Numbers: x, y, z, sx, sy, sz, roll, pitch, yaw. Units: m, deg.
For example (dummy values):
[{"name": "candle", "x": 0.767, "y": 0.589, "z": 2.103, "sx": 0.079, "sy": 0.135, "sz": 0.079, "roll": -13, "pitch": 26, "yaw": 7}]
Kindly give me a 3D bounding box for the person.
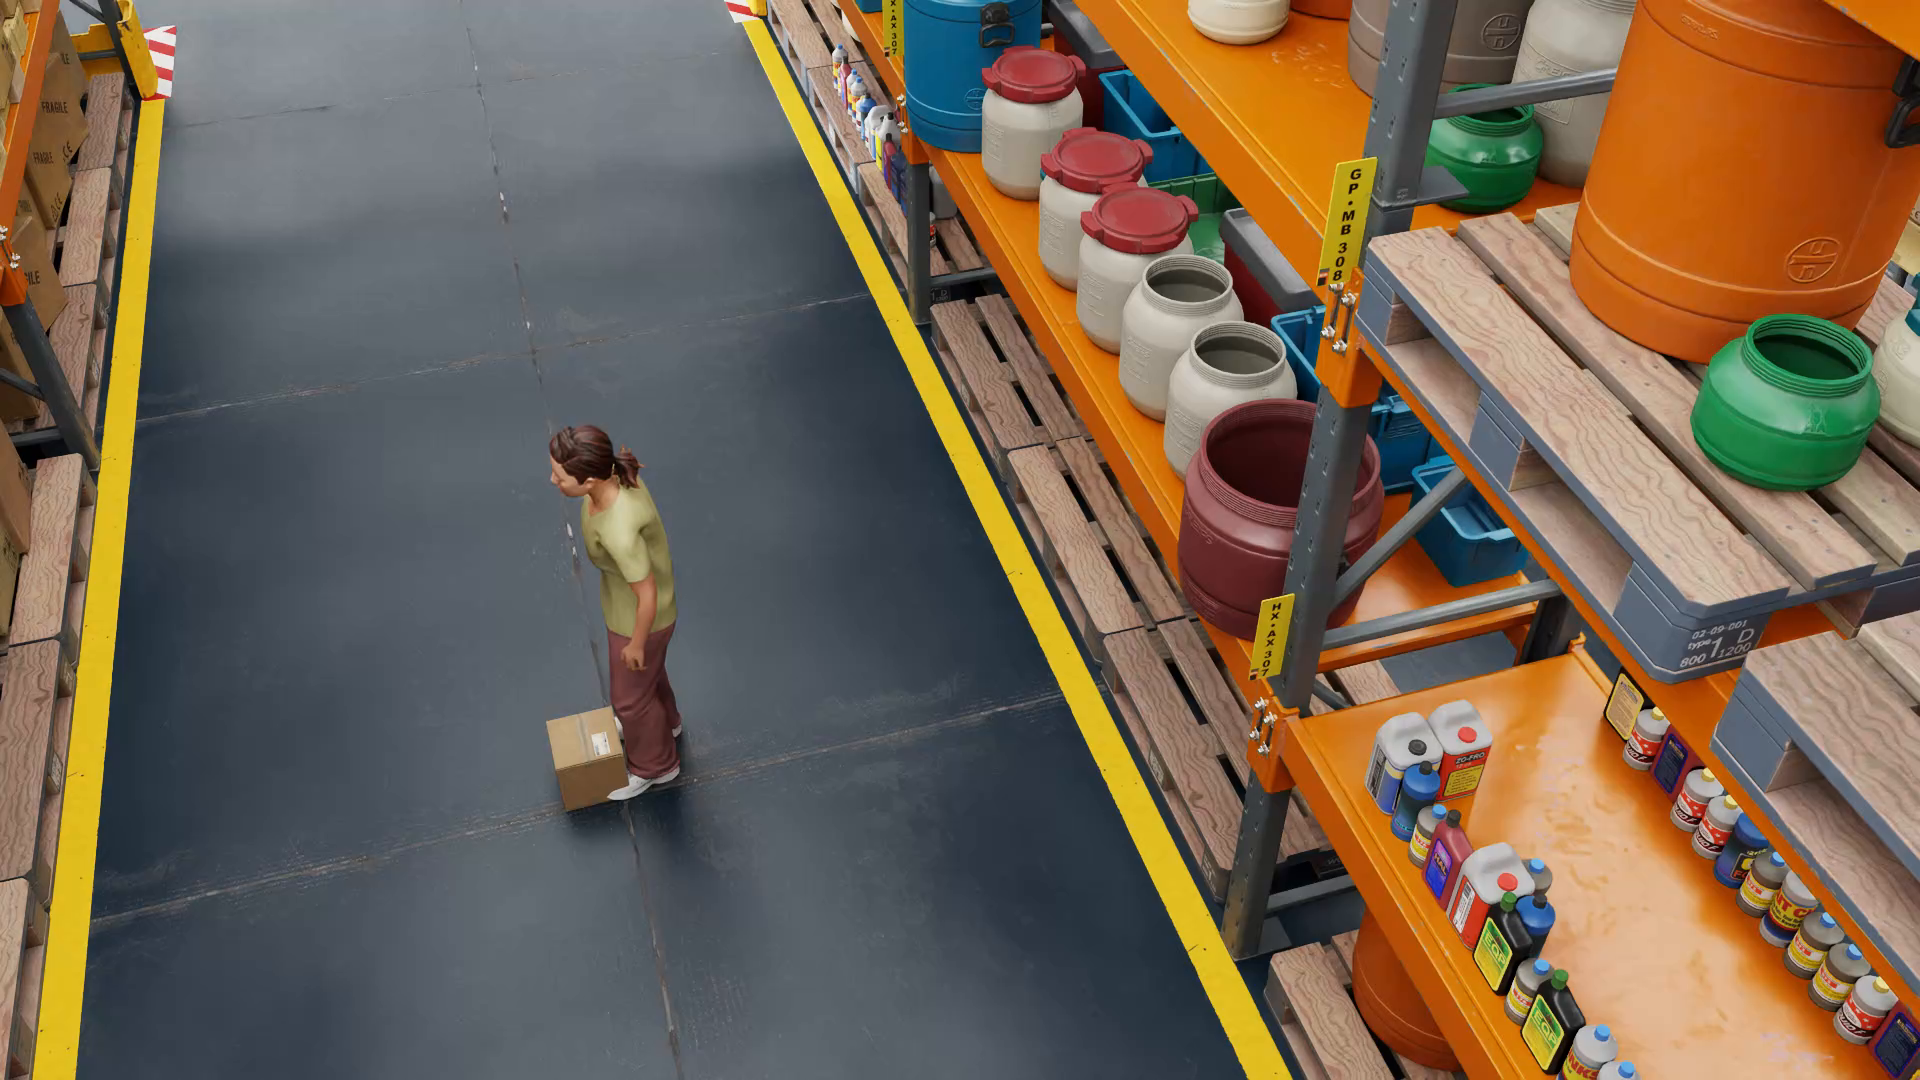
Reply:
[{"name": "person", "x": -1.199, "y": 0.252, "z": 5.884, "sx": 0.403, "sy": 1.673, "sz": 0.499, "roll": -12, "pitch": 44, "yaw": -13}]
